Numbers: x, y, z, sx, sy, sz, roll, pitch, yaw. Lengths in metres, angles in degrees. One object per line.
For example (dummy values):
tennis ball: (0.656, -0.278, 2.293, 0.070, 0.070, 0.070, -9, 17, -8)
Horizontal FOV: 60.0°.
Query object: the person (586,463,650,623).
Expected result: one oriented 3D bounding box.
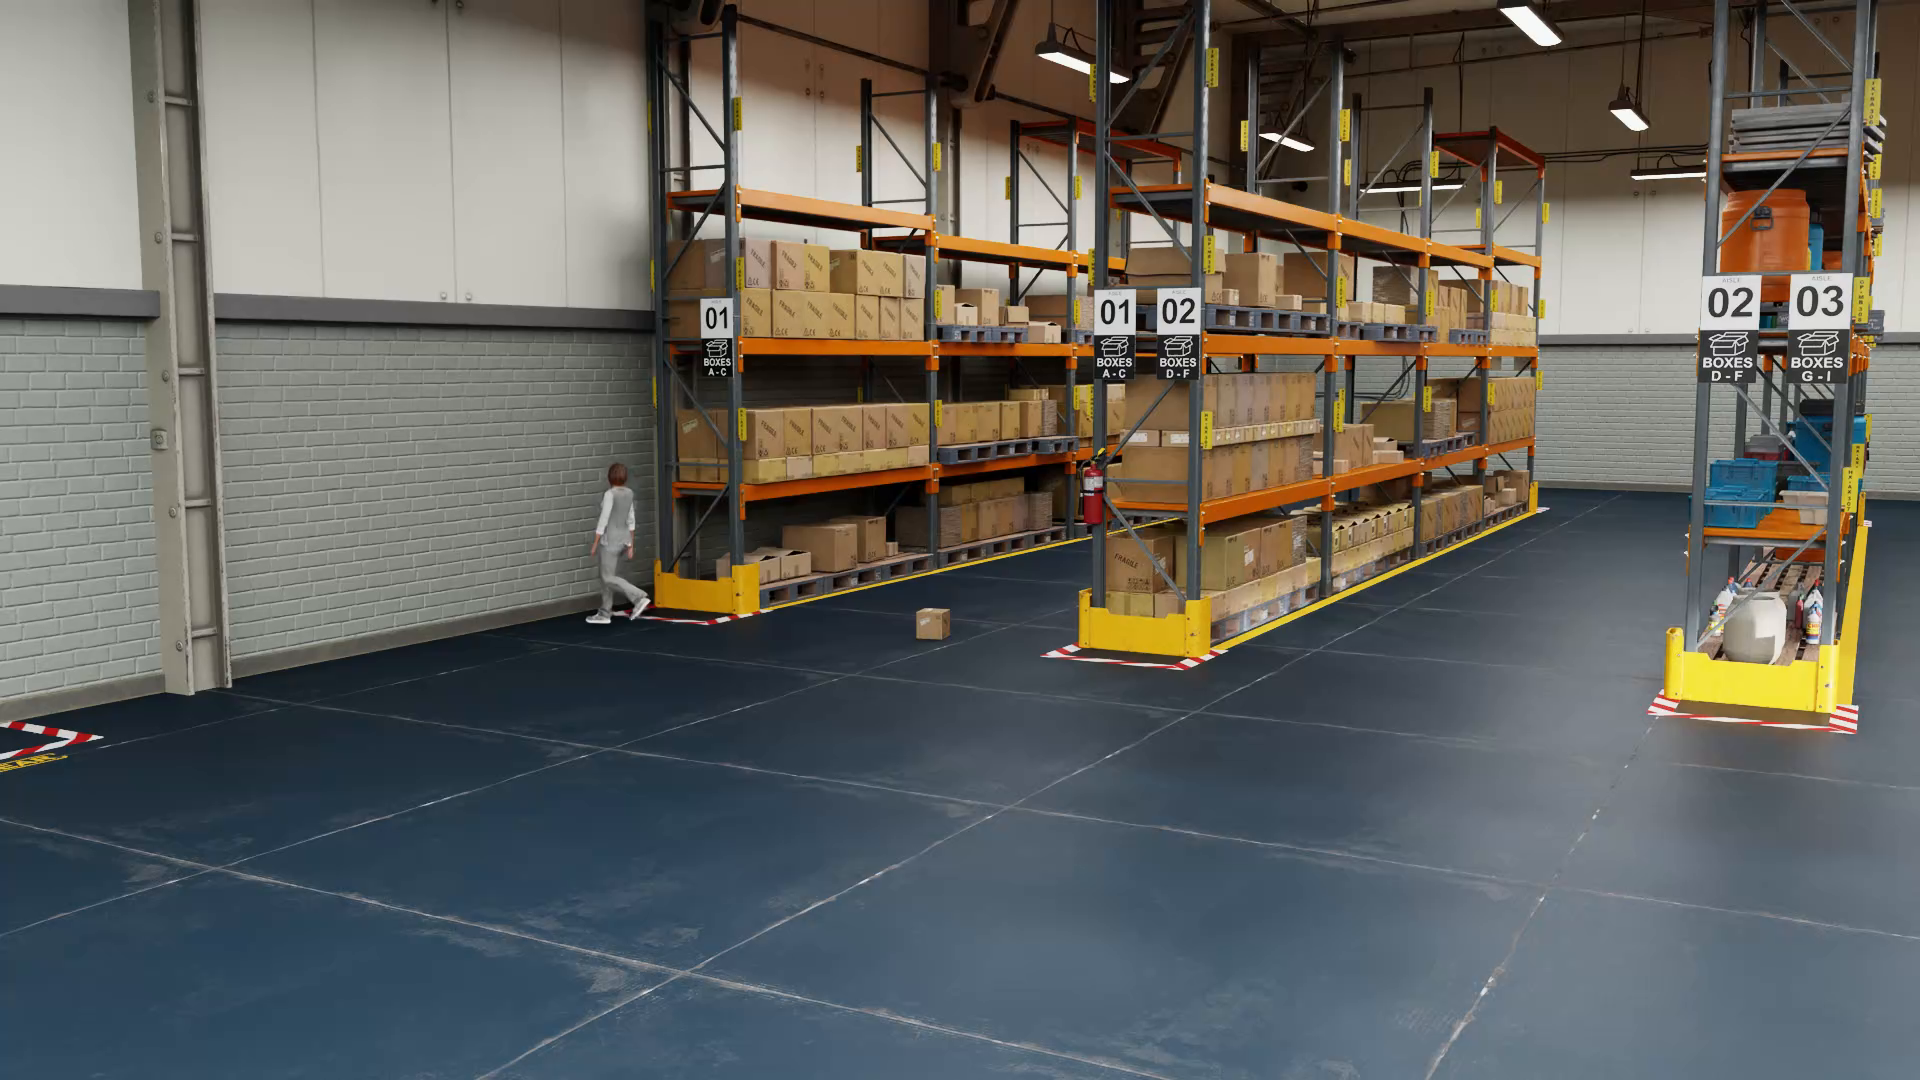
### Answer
person: (-3.308, 0.042, 16.071, 0.770, 1.570, 0.446, 2, 7, 22)
